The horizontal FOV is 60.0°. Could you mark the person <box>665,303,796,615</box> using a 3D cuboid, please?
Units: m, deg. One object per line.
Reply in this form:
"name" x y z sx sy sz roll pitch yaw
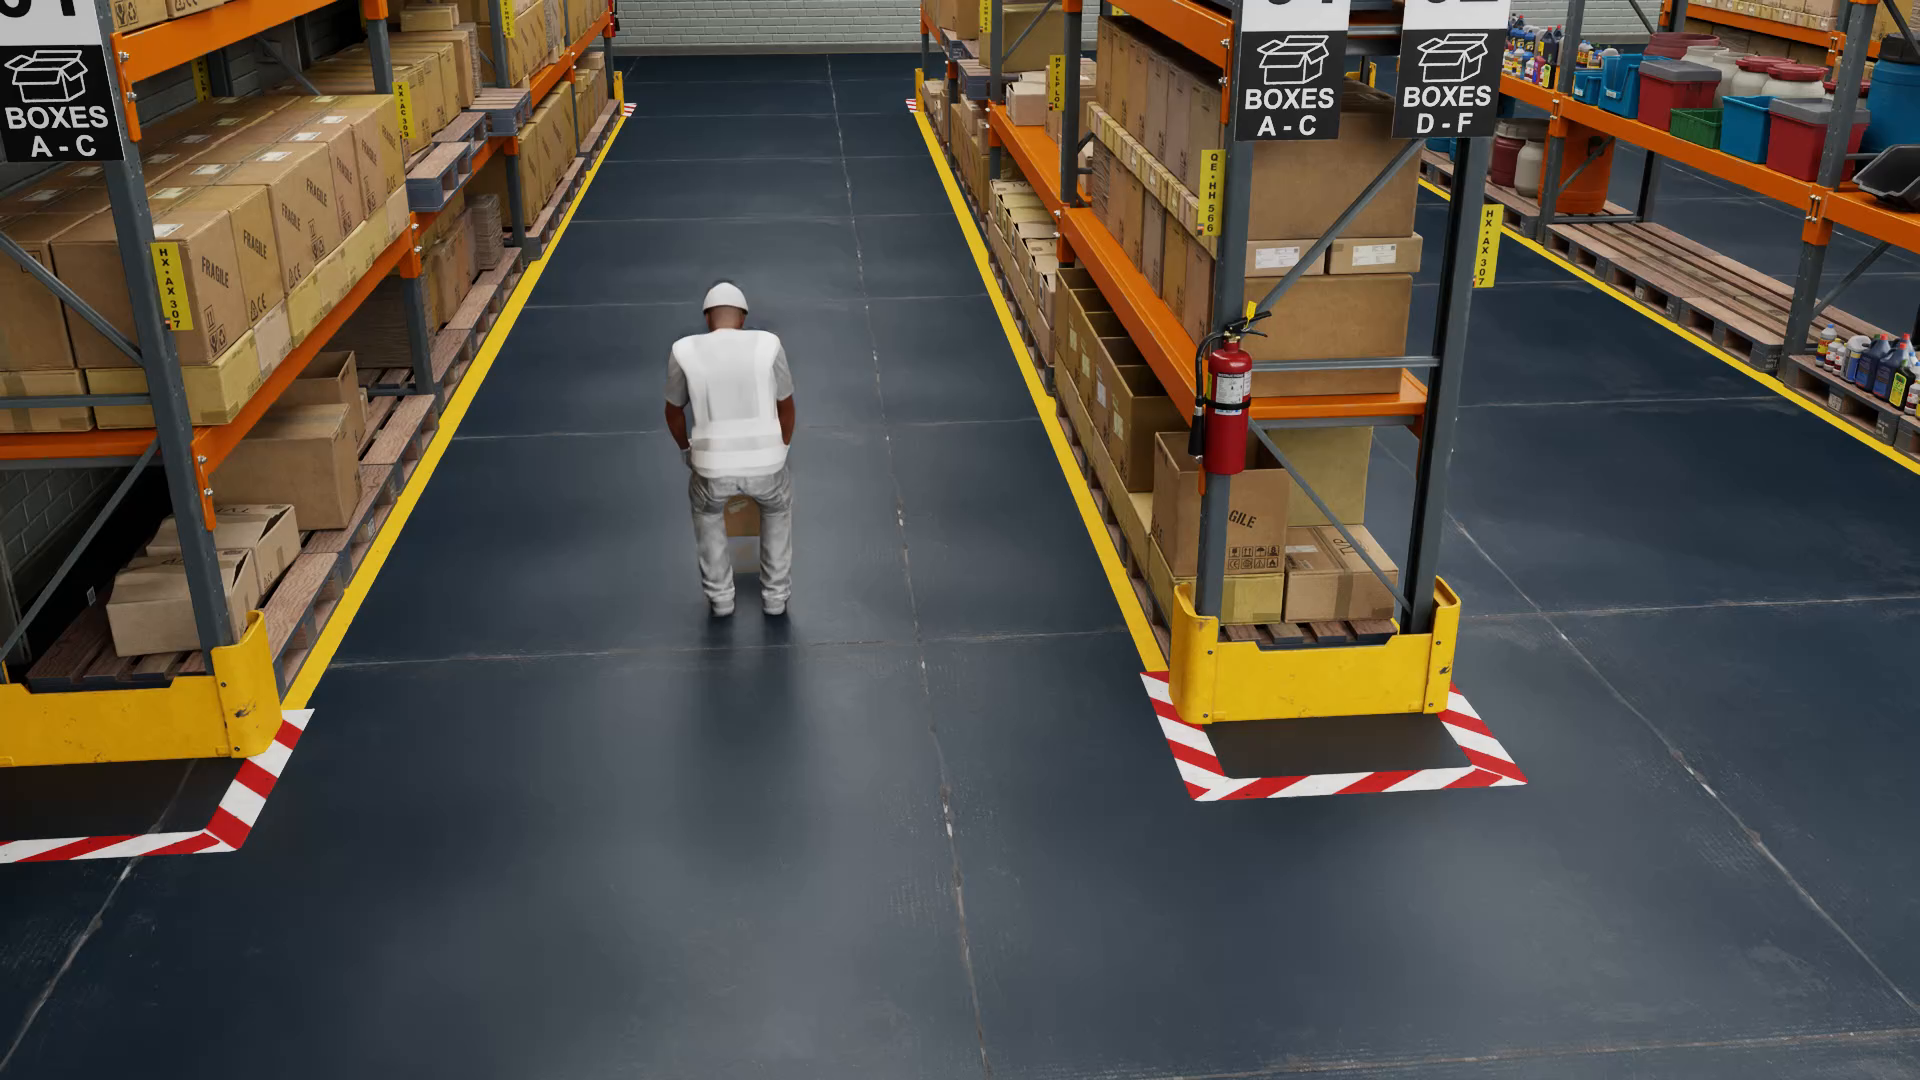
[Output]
"person" -1.076 -0.357 7.862 0.610 1.412 0.772 -2 24 -5
